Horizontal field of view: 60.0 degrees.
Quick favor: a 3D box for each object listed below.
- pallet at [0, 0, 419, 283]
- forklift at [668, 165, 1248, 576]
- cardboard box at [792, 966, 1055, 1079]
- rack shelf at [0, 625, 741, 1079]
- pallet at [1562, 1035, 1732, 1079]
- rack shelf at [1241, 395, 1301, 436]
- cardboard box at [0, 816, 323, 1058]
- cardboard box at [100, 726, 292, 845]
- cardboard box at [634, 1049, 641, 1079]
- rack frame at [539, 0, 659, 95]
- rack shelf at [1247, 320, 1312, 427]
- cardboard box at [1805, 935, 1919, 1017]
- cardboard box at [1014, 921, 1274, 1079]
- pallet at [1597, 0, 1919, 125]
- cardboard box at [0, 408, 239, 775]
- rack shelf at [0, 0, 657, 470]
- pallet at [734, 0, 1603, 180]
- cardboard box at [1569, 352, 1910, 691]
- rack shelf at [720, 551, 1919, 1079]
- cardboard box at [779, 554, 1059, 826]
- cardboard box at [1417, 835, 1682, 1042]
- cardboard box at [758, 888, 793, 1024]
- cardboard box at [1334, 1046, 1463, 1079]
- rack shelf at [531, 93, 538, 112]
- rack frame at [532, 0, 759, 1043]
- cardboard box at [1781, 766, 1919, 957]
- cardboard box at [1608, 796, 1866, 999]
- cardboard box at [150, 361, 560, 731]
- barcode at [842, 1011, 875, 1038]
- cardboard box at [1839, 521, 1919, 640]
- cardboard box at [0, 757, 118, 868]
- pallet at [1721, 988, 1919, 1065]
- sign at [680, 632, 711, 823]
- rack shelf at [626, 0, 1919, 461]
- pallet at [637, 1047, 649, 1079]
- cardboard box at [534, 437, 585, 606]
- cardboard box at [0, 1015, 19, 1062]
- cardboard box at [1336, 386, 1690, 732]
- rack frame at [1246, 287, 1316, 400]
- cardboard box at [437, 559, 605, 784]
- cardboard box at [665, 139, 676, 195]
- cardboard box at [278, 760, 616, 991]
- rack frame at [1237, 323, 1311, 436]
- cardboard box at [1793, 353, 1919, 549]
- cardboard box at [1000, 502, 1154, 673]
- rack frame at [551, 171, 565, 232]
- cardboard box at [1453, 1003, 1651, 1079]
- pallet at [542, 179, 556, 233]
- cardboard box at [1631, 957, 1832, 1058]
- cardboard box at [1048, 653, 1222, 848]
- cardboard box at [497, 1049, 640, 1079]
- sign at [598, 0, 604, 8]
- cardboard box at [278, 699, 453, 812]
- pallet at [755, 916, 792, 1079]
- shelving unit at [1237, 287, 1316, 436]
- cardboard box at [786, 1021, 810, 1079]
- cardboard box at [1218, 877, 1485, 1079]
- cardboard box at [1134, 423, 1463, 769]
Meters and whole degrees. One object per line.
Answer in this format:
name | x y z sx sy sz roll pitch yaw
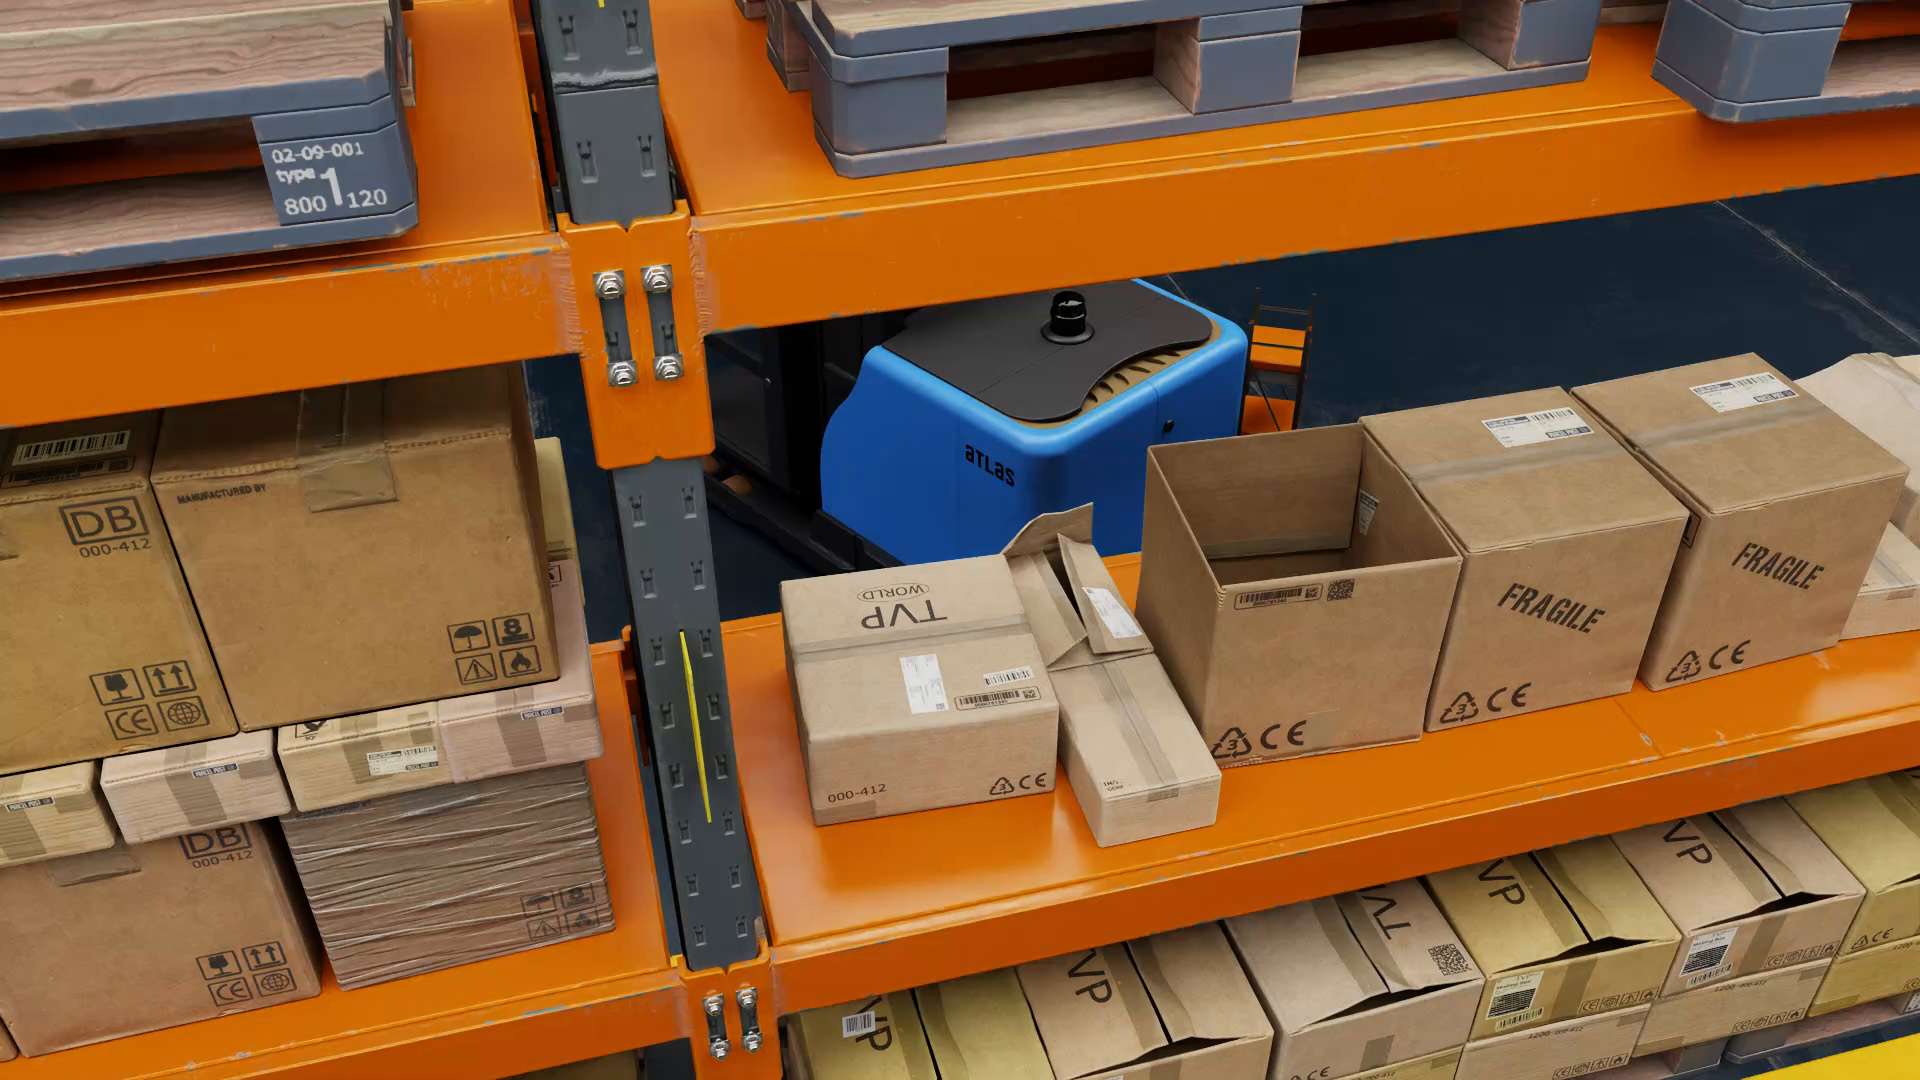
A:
pallet | -1.378 -0.658 2.246 1.213 0.211 1.003 -9 38 -12
forklift | -0.433 -1.437 5.716 1.130 2.935 3.031 -30 47 -33
cardboard box | -0.097 1.131 3.759 0.500 0.311 0.500 -9 38 -12
rack shelf | -2.492 0.950 3.131 4.000 0.370 1.077 -9 38 -12
pallet | 1.320 1.120 4.612 1.213 0.211 1.003 -9 38 -12
rack shelf | 1.074 -0.344 5.853 0.215 0.259 0.240 8 38 11
cardboard box | -1.495 0.469 3.085 0.500 0.500 0.700 -10 38 -12
cardboard box | -1.259 0.300 2.773 0.250 0.149 0.380 -10 39 -13
cardboard box | -1.088 1.169 4.171 0.500 0.250 0.500 -9 38 -12
rack frame | -0.561 -2.035 1.504 0.127 3.000 1.000 -9 38 -12
rack shelf | 1.074 -0.569 5.680 0.215 0.259 0.240 8 38 11
cardboard box | 2.359 0.950 4.457 0.500 0.250 0.500 -10 38 -12
cardboard box | 0.387 1.055 3.858 0.500 0.311 0.500 -10 38 -12
pallet | 1.590 -1.063 2.858 1.213 0.211 1.003 -8 38 -10
cardboard box | -1.475 -0.052 2.700 0.500 0.500 0.700 -9 38 -12
rack shelf | -2.492 -0.241 2.220 4.000 0.370 1.077 -9 38 -12
pallet | 0.287 -0.915 2.666 1.217 0.209 0.805 -11 39 -14
cardboard box | 1.685 -0.050 3.765 0.500 0.500 0.500 -11 39 -14
rack shelf | 1.370 0.317 3.959 4.000 0.370 1.077 -9 38 -12
cardboard box | -0.097 0.304 3.508 0.500 0.250 0.500 -7 38 -9
cardboard box | 1.387 0.887 4.078 0.500 0.311 0.500 -8 38 -11
cardboard box | -0.236 1.037 4.343 0.500 0.250 0.500 -10 38 -12
cardboard box | 0.886 1.191 4.142 0.500 0.250 0.500 -10 39 -13
rack shelf | -3.787 -1.955 6.929 4.000 0.370 1.077 -9 38 -12
rack frame | -0.561 0.348 3.327 0.127 3.000 1.000 -9 38 -12
cardboard box | 2.359 0.730 4.282 0.500 0.311 0.500 -10 39 -13
cardboard box | 1.871 0.809 4.180 0.500 0.311 0.500 -10 38 -12
cardboard box | -0.988 -0.133 2.805 0.500 0.500 0.700 -9 38 -12
barcode | -0.206 0.988 3.394 0.075 0.075 0.001 -9 38 -12
cardboard box | 2.084 0.049 3.924 0.250 0.149 0.380 -7 38 -9
cardboard box | -1.513 0.342 2.718 0.250 0.149 0.380 -9 38 -12
pallet | 2.496 0.929 4.862 1.213 0.211 1.003 -9 38 -12
sign | -0.415 0.298 2.614 0.005 0.325 0.100 -9 38 -12
rack shelf | 1.370 -0.875 3.048 4.000 0.370 1.077 -9 38 -12
pallet | -1.340 1.557 4.041 1.213 0.211 1.003 -9 38 -12
cardboard box | -0.871 -0.021 3.192 0.250 0.149 0.380 -9 38 -12
cardboard box | -1.981 0.547 2.984 0.500 0.500 0.700 -9 38 -11
cardboard box | 1.177 0.033 3.656 0.500 0.500 0.500 -9 38 -12
rack frame | 1.102 -0.424 5.941 0.200 1.050 0.008 8 38 11
cardboard box | -0.768 0.219 2.879 0.250 0.149 0.380 -9 38 -12
cardboard box | -1.150 -1.866 7.915 0.500 0.500 0.700 -8 38 -10
cardboard box | -0.988 0.382 3.199 0.500 0.500 0.700 -10 39 -13
rack frame | 1.046 -0.280 5.752 0.200 1.050 0.008 8 38 11
cardboard box | 2.386 -0.222 4.145 0.500 0.311 0.500 -10 38 -12
cardboard box | 0.240 0.154 3.690 0.258 0.266 0.396 -10 39 -13
rack frame | -1.856 -2.557 7.124 0.127 3.000 1.000 -9 38 -12
cardboard box | 1.377 1.111 4.247 0.500 0.250 0.500 -9 38 -11
pallet | -2.495 -1.323 7.805 1.213 0.211 1.003 -9 38 -12
cardboard box | 1.873 1.027 4.355 0.500 0.250 0.500 -8 38 -11
cardboard box | 0.348 0.427 3.430 0.250 0.149 0.380 -9 38 -12
cardboard box | -0.952 1.475 3.771 0.500 0.250 0.500 -9 38 -12
sign | -0.415 -0.755 1.809 0.005 0.325 0.100 -9 38 -12
cardboard box | -1.007 0.257 2.829 0.250 0.149 0.380 -10 39 -13
pallet | 0.140 1.316 4.356 1.213 0.211 1.003 -9 38 -12
shelving unit | 1.074 -0.352 5.846 0.215 1.050 0.252 8 38 11
cardboard box | -0.107 1.354 3.928 0.500 0.250 0.500 -10 39 -13
cardboard box | 0.887 0.972 3.966 0.500 0.311 0.500 -11 39 -13
cardboard box | 0.693 0.112 3.552 0.500 0.500 0.500 -7 38 -9
